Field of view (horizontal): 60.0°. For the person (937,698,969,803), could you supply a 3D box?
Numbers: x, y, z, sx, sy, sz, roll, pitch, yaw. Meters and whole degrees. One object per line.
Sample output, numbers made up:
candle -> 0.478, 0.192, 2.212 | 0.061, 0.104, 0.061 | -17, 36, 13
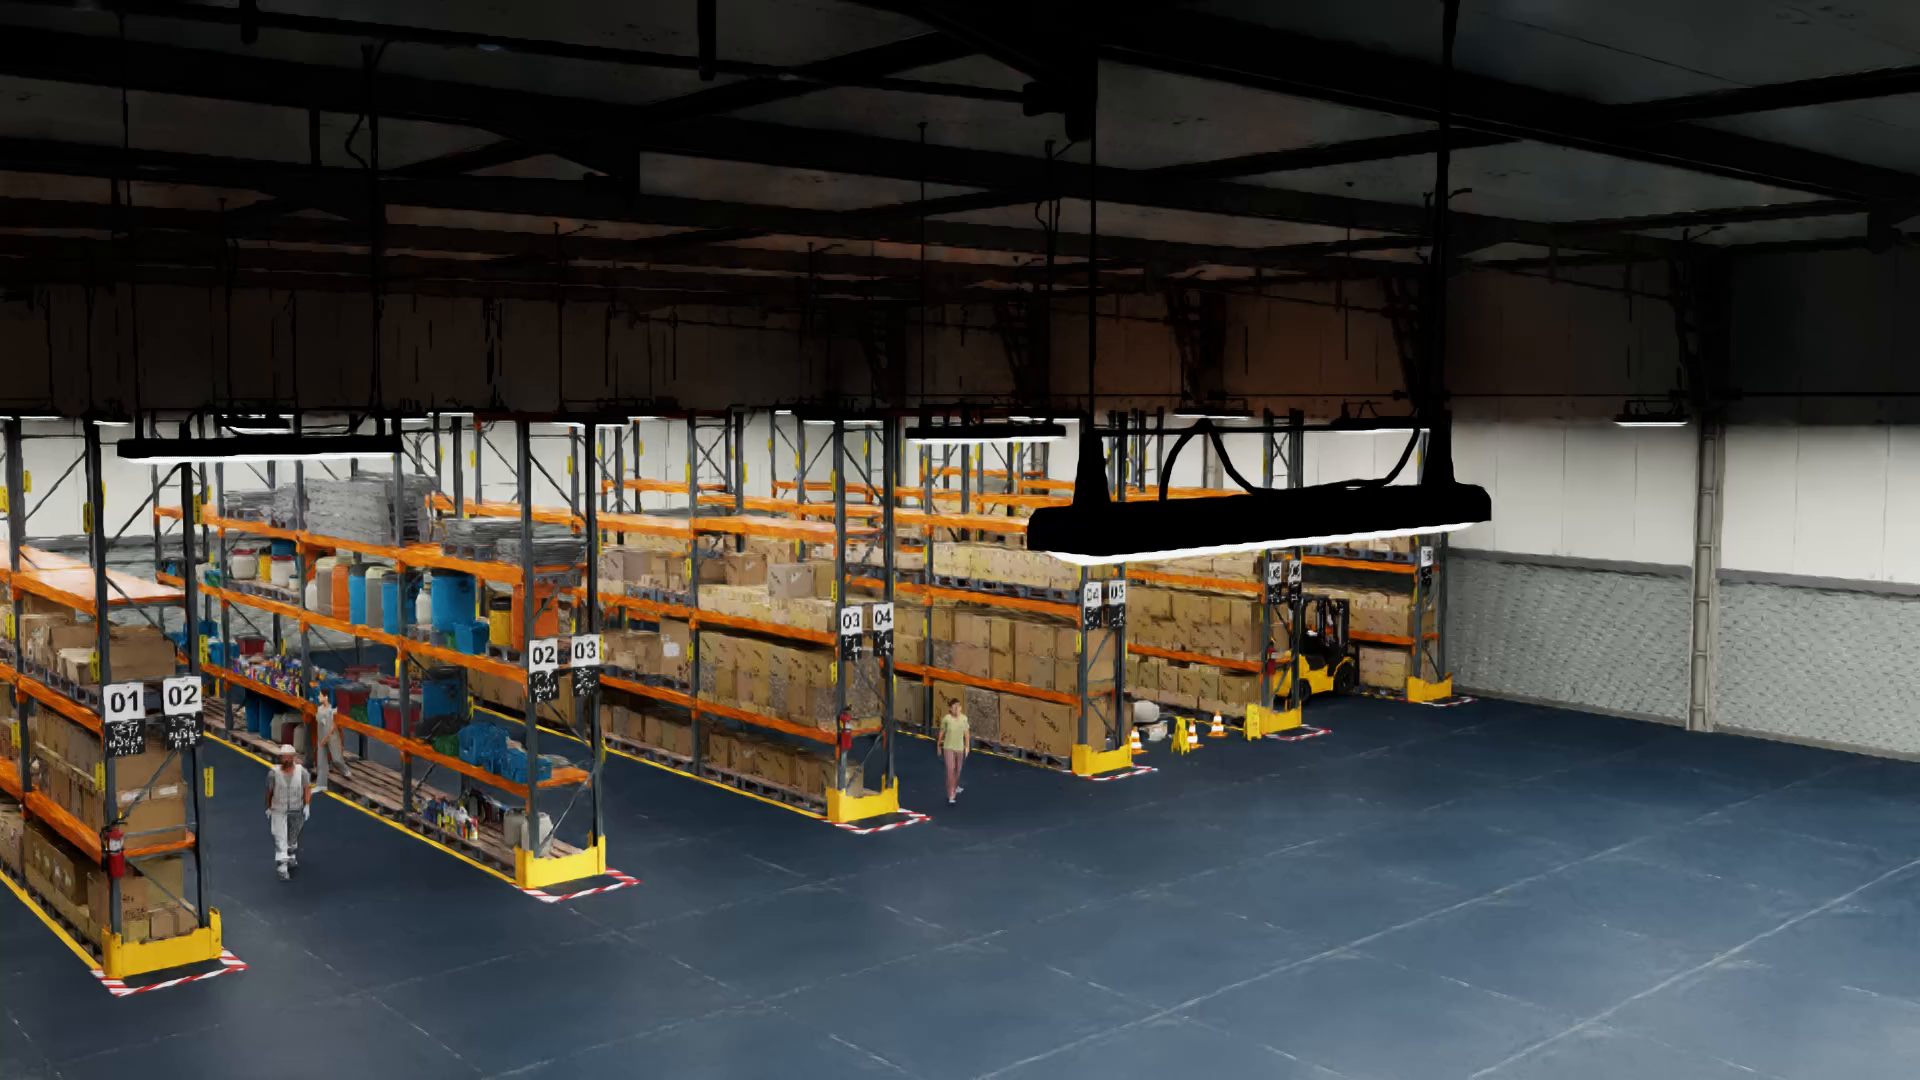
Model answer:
person -> -0.088, 3.249, 25.952 | 0.484, 1.615, 0.957 | -2, 5, -19

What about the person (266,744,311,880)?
person -> -8.809, 3.538, 21.852 | 0.531, 1.727, 1.037 | -3, 6, -32

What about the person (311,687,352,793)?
person -> -10.053, 3.174, 26.536 | 0.504, 1.658, 0.694 | 2, 5, 21
